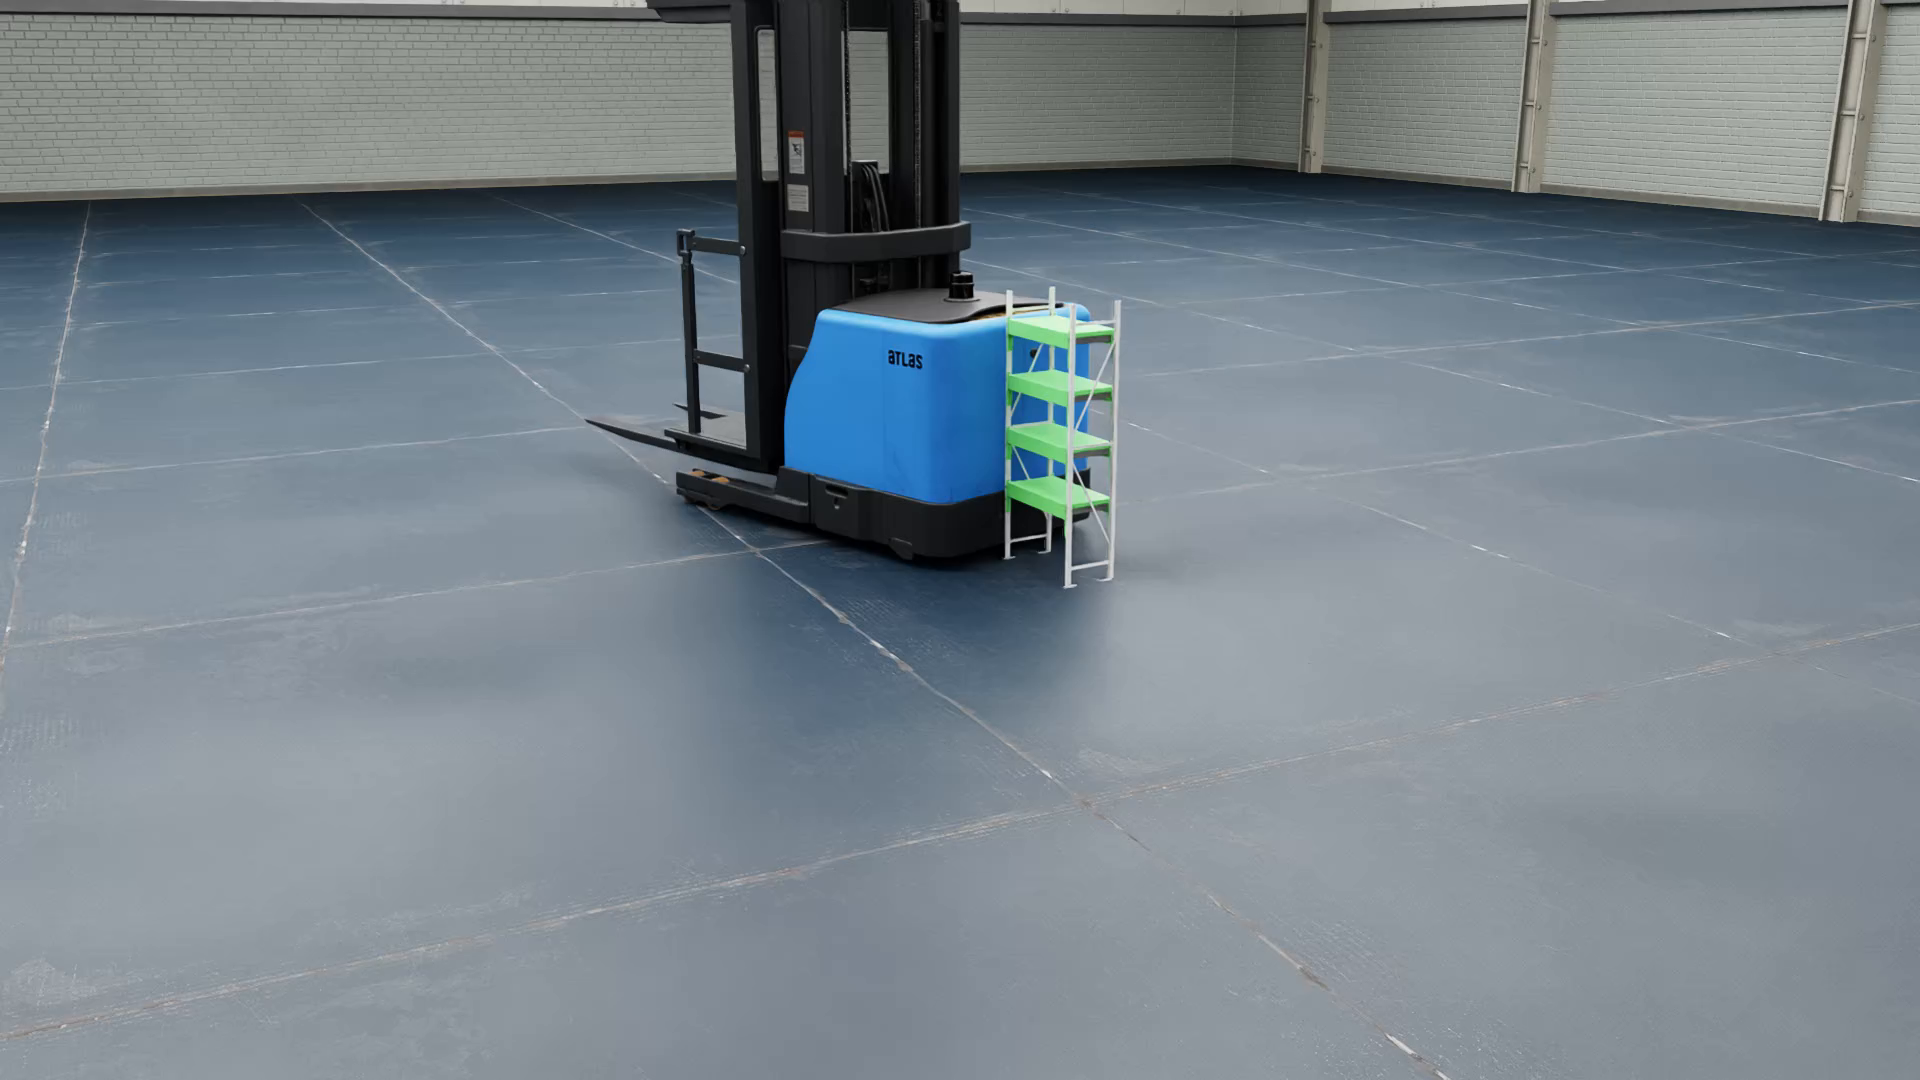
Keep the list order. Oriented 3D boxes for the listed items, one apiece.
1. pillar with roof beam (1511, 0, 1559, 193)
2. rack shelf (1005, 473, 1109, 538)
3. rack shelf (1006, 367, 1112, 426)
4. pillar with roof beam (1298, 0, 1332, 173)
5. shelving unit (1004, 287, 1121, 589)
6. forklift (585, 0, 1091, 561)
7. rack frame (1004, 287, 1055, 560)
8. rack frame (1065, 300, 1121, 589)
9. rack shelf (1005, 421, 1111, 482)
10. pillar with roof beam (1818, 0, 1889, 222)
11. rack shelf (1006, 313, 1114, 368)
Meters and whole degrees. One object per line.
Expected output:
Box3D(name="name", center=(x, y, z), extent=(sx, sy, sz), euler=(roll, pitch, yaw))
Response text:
Box3D(name="pillar with roof beam", center=(5.872, -9.794, 25.565), extent=(9.100, 9.000, 0.400), euler=(-8, 18, -25))
Box3D(name="rack shelf", center=(0.429, -0.155, 7.216), extent=(0.258, 0.148, 0.480), euler=(-9, 18, -29))
Box3D(name="rack shelf", center=(0.429, -0.616, 7.084), extent=(0.258, 0.148, 0.480), euler=(-9, 18, -29))
Box3D(name="pillar with roof beam", center=(3.244, -11.281, 30.749), extent=(9.100, 9.000, 0.400), euler=(-8, 18, -25))
Box3D(name="shelving unit", center=(0.429, -0.447, 7.133), extent=(0.258, 1.200, 0.503), euler=(-9, 18, -29))
Box3D(name="forklift", center=(-0.789, -1.645, 8.170), extent=(3.031, 2.935, 1.130), euler=(15, 22, 42))
Box3D(name="rack frame", center=(0.307, -0.505, 7.336), extent=(0.240, 1.200, 0.015), euler=(-9, 18, -29))
Box3D(name="rack frame", center=(0.551, -0.389, 6.929), extent=(0.240, 1.200, 0.015), euler=(-9, 18, -29))
Box3D(name="rack shelf", center=(0.429, -0.385, 7.150), extent=(0.258, 0.148, 0.480), euler=(-9, 18, -29))
Box3D(name="pillar with roof beam", center=(8.501, -8.306, 20.380), extent=(9.100, 9.000, 0.400), euler=(-8, 18, -25))
Box3D(name="rack shelf", center=(0.429, -0.847, 7.018), extent=(0.258, 0.148, 0.480), euler=(-9, 18, -29))
